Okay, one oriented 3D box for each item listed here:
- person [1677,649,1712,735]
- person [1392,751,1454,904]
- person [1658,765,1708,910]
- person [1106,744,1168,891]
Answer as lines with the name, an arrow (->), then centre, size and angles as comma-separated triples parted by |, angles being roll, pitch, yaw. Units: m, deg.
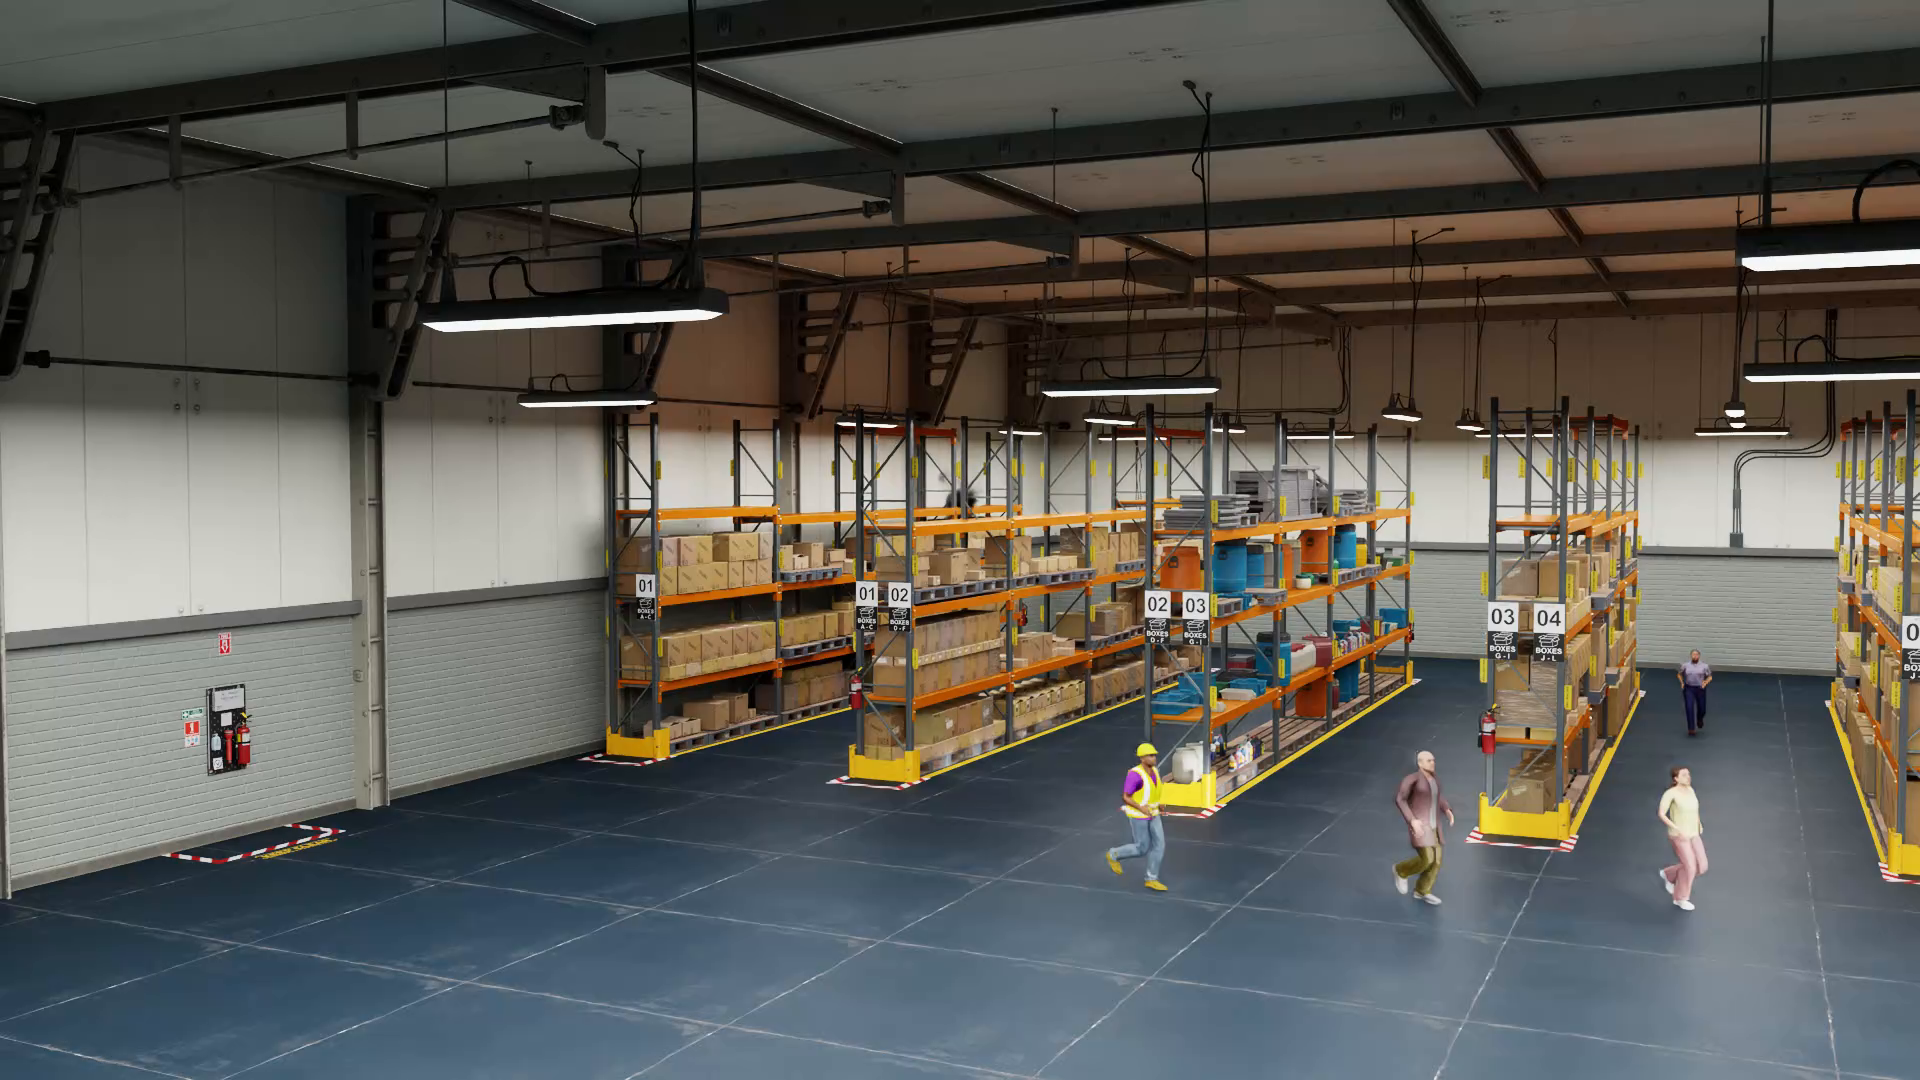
person -> 13.945, 2.874, 31.590 | 0.611, 1.597, 0.652 | 1, 3, 23
person -> 5.373, 3.319, 19.347 | 0.731, 1.750, 0.635 | -2, 3, -35
person -> 8.266, 3.393, 19.070 | 0.580, 1.627, 0.547 | -1, 3, -25
person -> 2.151, 3.299, 19.975 | 0.815, 1.738, 0.689 | 2, 3, 42
